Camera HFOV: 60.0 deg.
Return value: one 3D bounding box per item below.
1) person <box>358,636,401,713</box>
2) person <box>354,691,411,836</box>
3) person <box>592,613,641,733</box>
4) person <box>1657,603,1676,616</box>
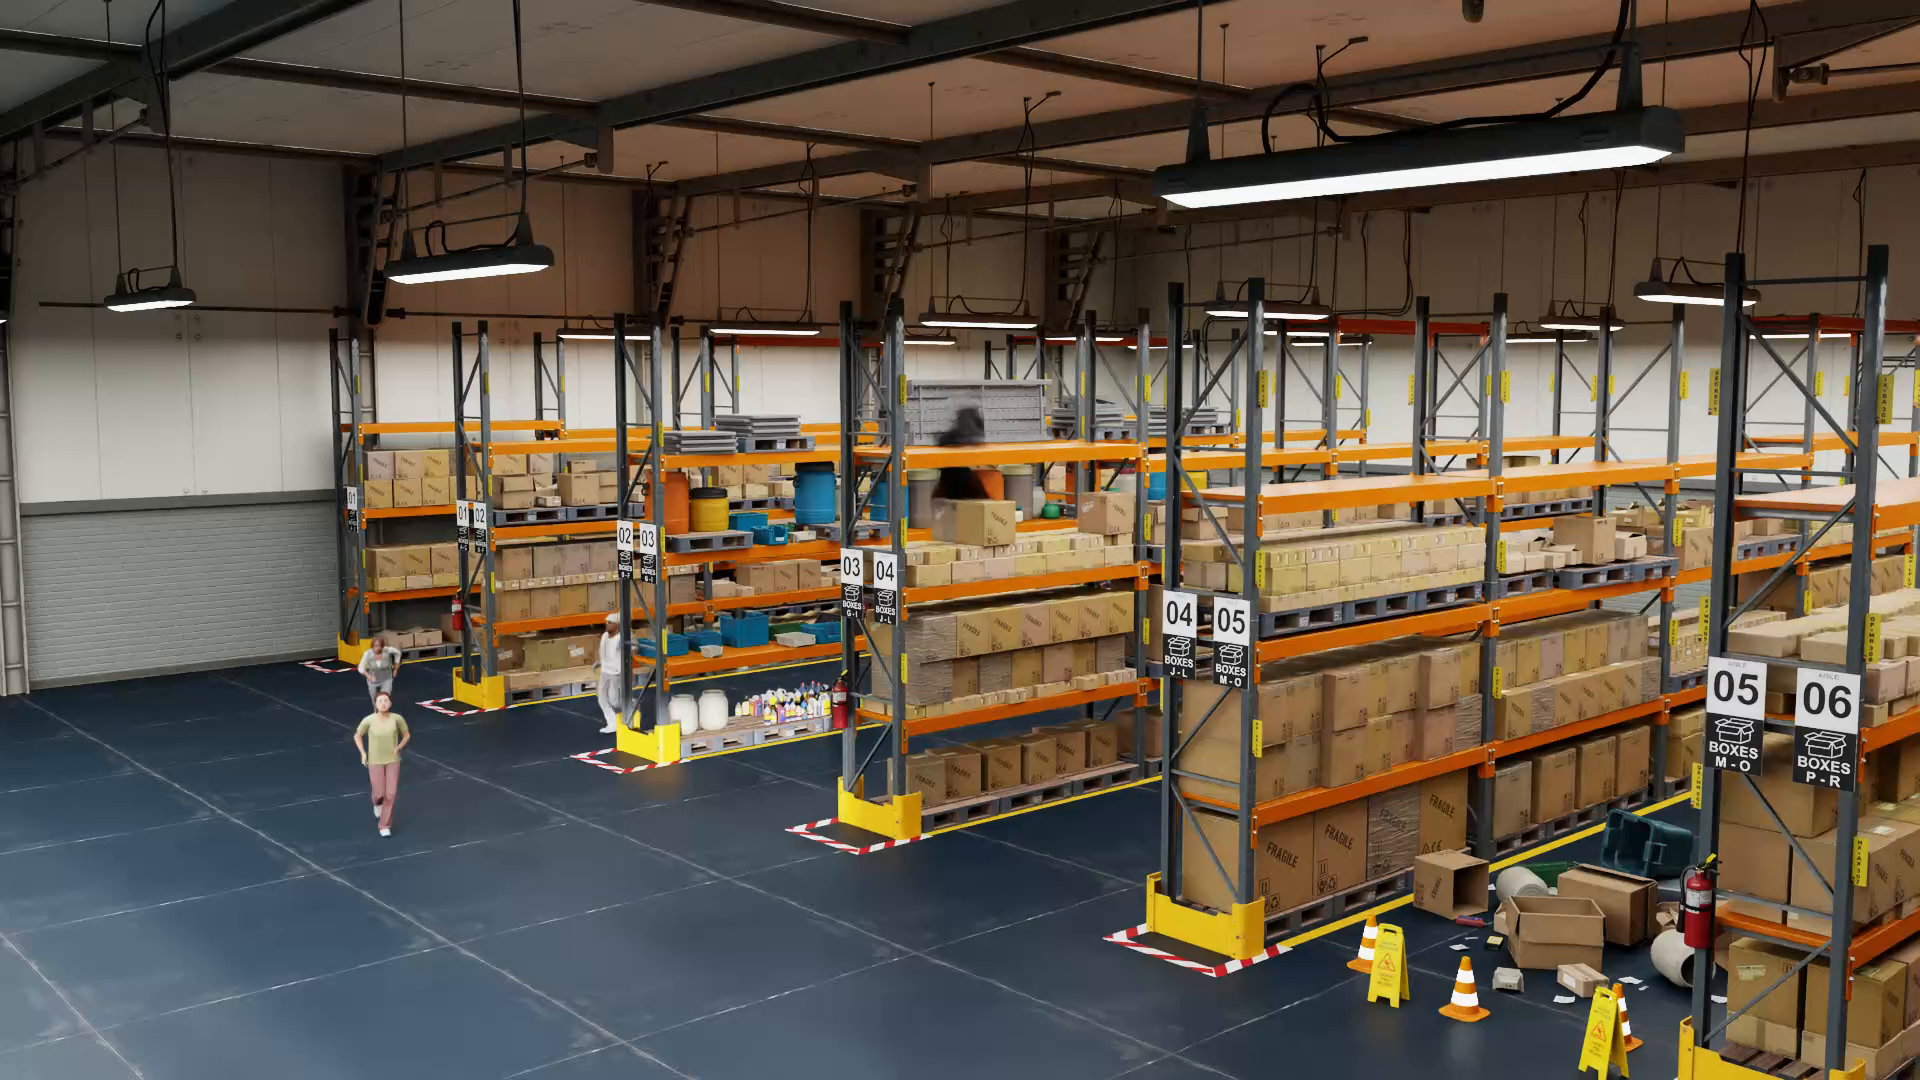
[{"bbox_3d":[-8.283,2.168,23.750,0.579,1.376,0.916,-2,6,-22],"label":"person"},{"bbox_3d":[-6.505,2.507,18.788,0.596,1.626,0.598,-3,6,-26],"label":"person"},{"bbox_3d":[-4.964,1.919,24.116,0.730,1.739,0.642,4,7,37],"label":"person"},{"bbox_3d":[10.757,1.817,25.253,0.669,1.762,0.678,-3,7,-31],"label":"person"}]
